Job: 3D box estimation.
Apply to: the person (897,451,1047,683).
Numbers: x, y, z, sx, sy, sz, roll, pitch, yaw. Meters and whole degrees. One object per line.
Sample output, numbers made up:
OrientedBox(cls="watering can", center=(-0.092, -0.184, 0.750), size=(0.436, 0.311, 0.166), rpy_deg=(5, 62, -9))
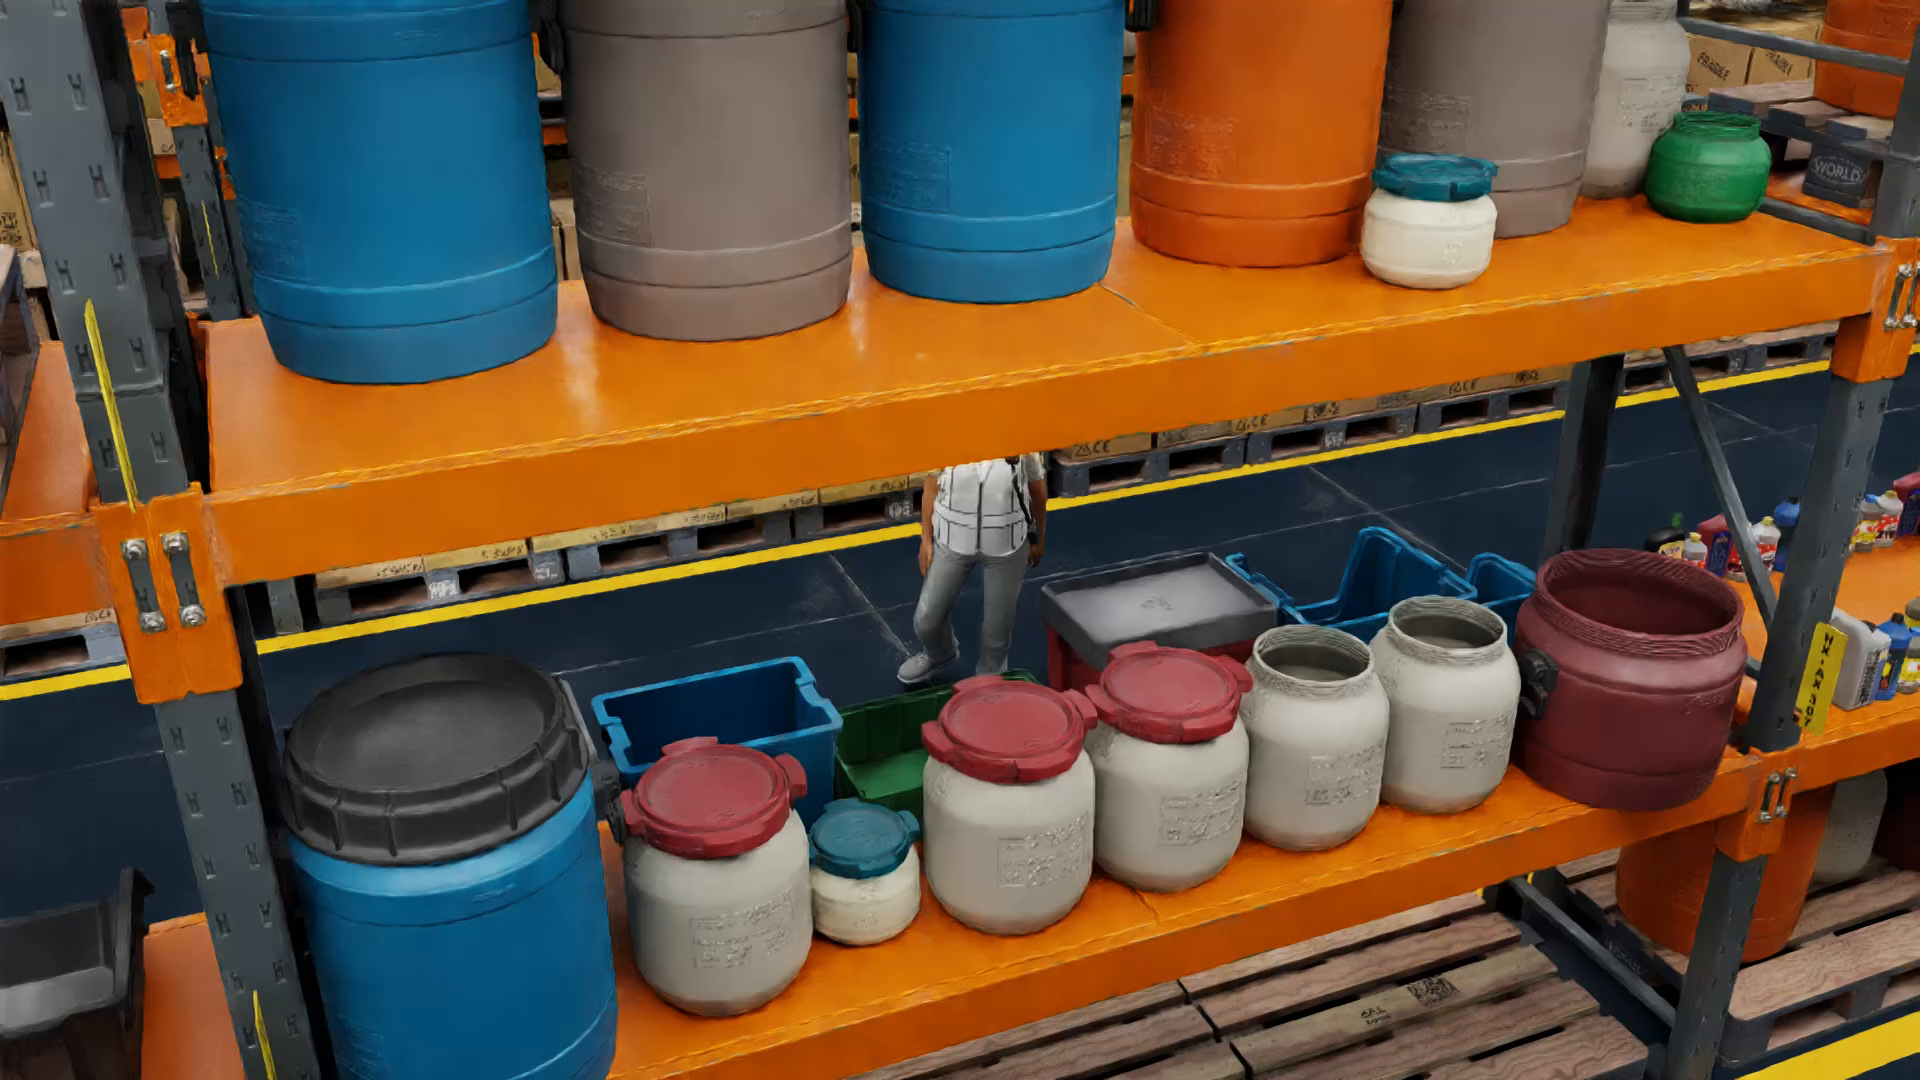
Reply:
OrientedBox(cls="person", center=(0.033, -0.012, 7.100), size=(0.666, 1.656, 0.470), rpy_deg=(3, 26, 6))
